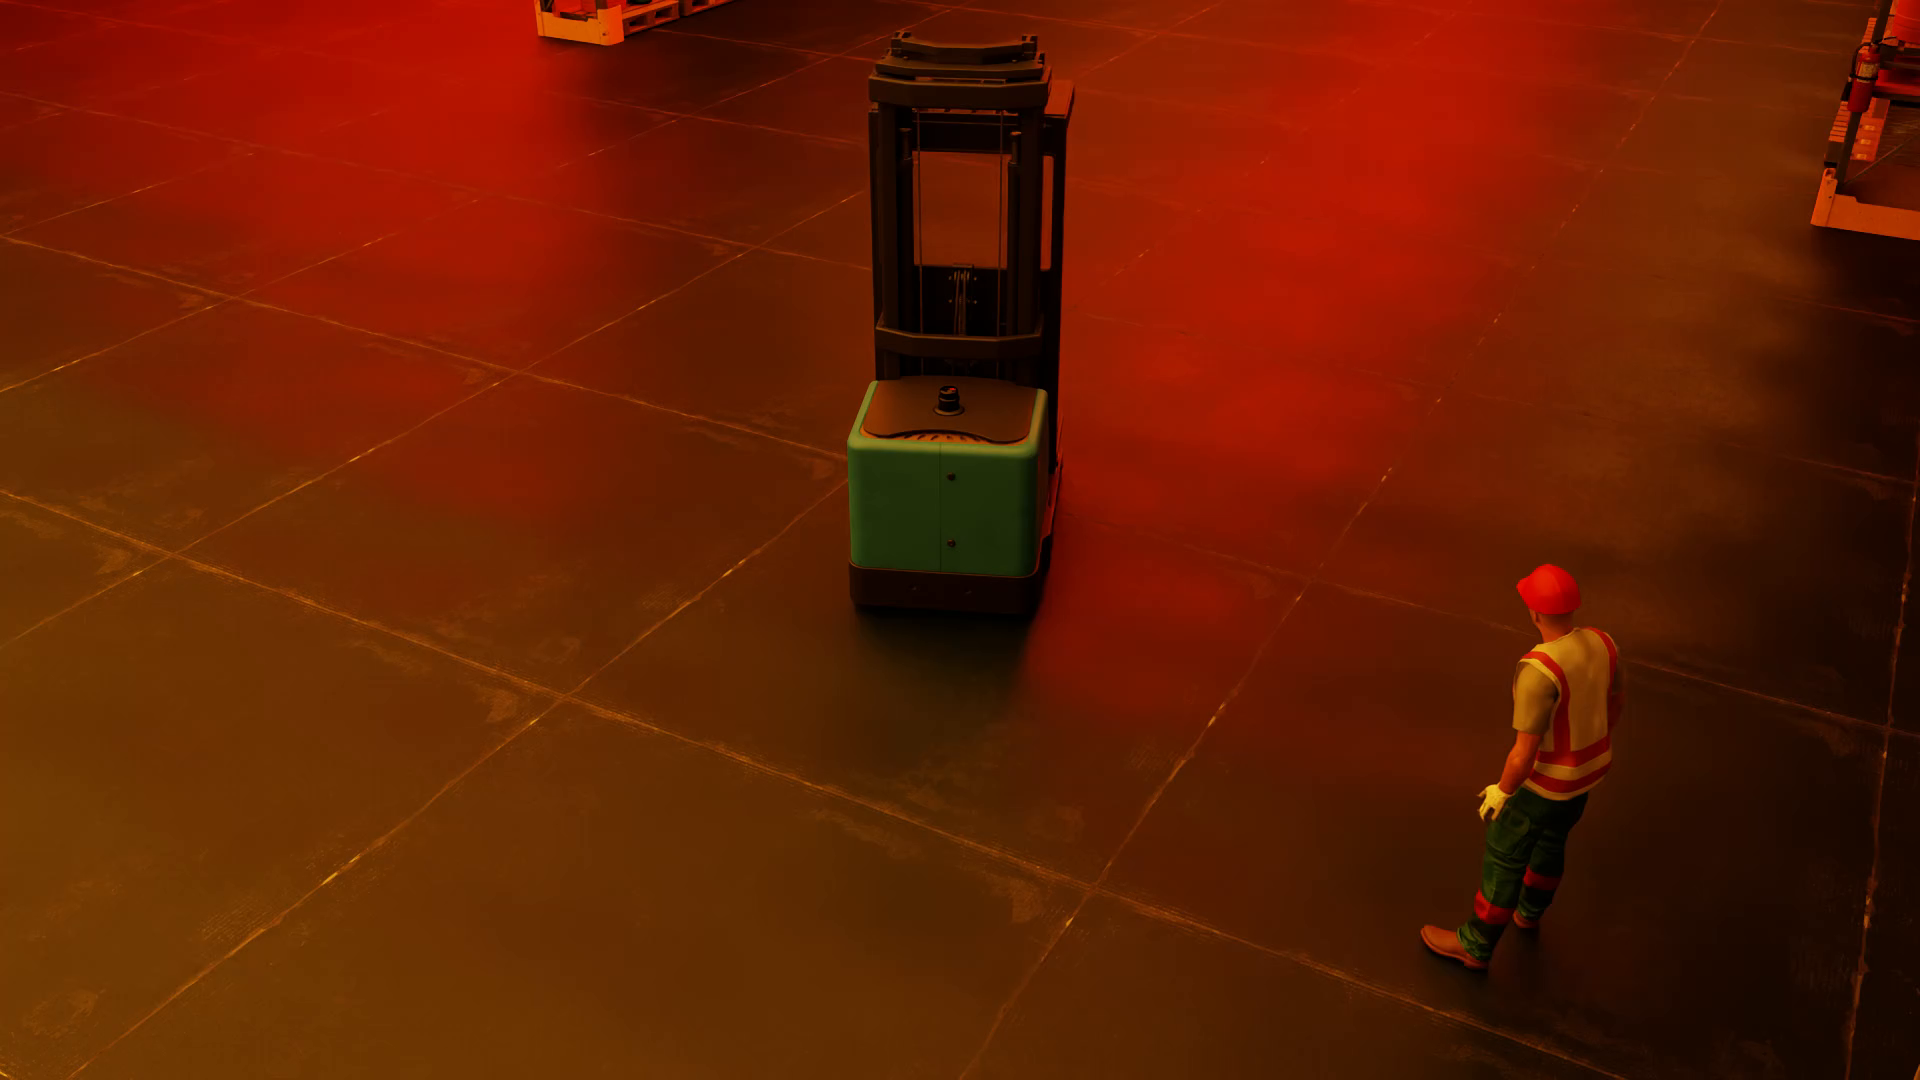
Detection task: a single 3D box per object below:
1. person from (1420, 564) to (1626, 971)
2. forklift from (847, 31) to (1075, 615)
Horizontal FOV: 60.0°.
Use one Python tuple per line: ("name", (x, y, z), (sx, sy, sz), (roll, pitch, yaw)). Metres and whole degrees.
("person", (2.310, 0.906, 6.656), (0.694, 1.778, 0.479), (-17, 34, -27))
("forklift", (0.072, -1.572, 9.794), (1.130, 2.935, 3.031), (3, 30, 6))
